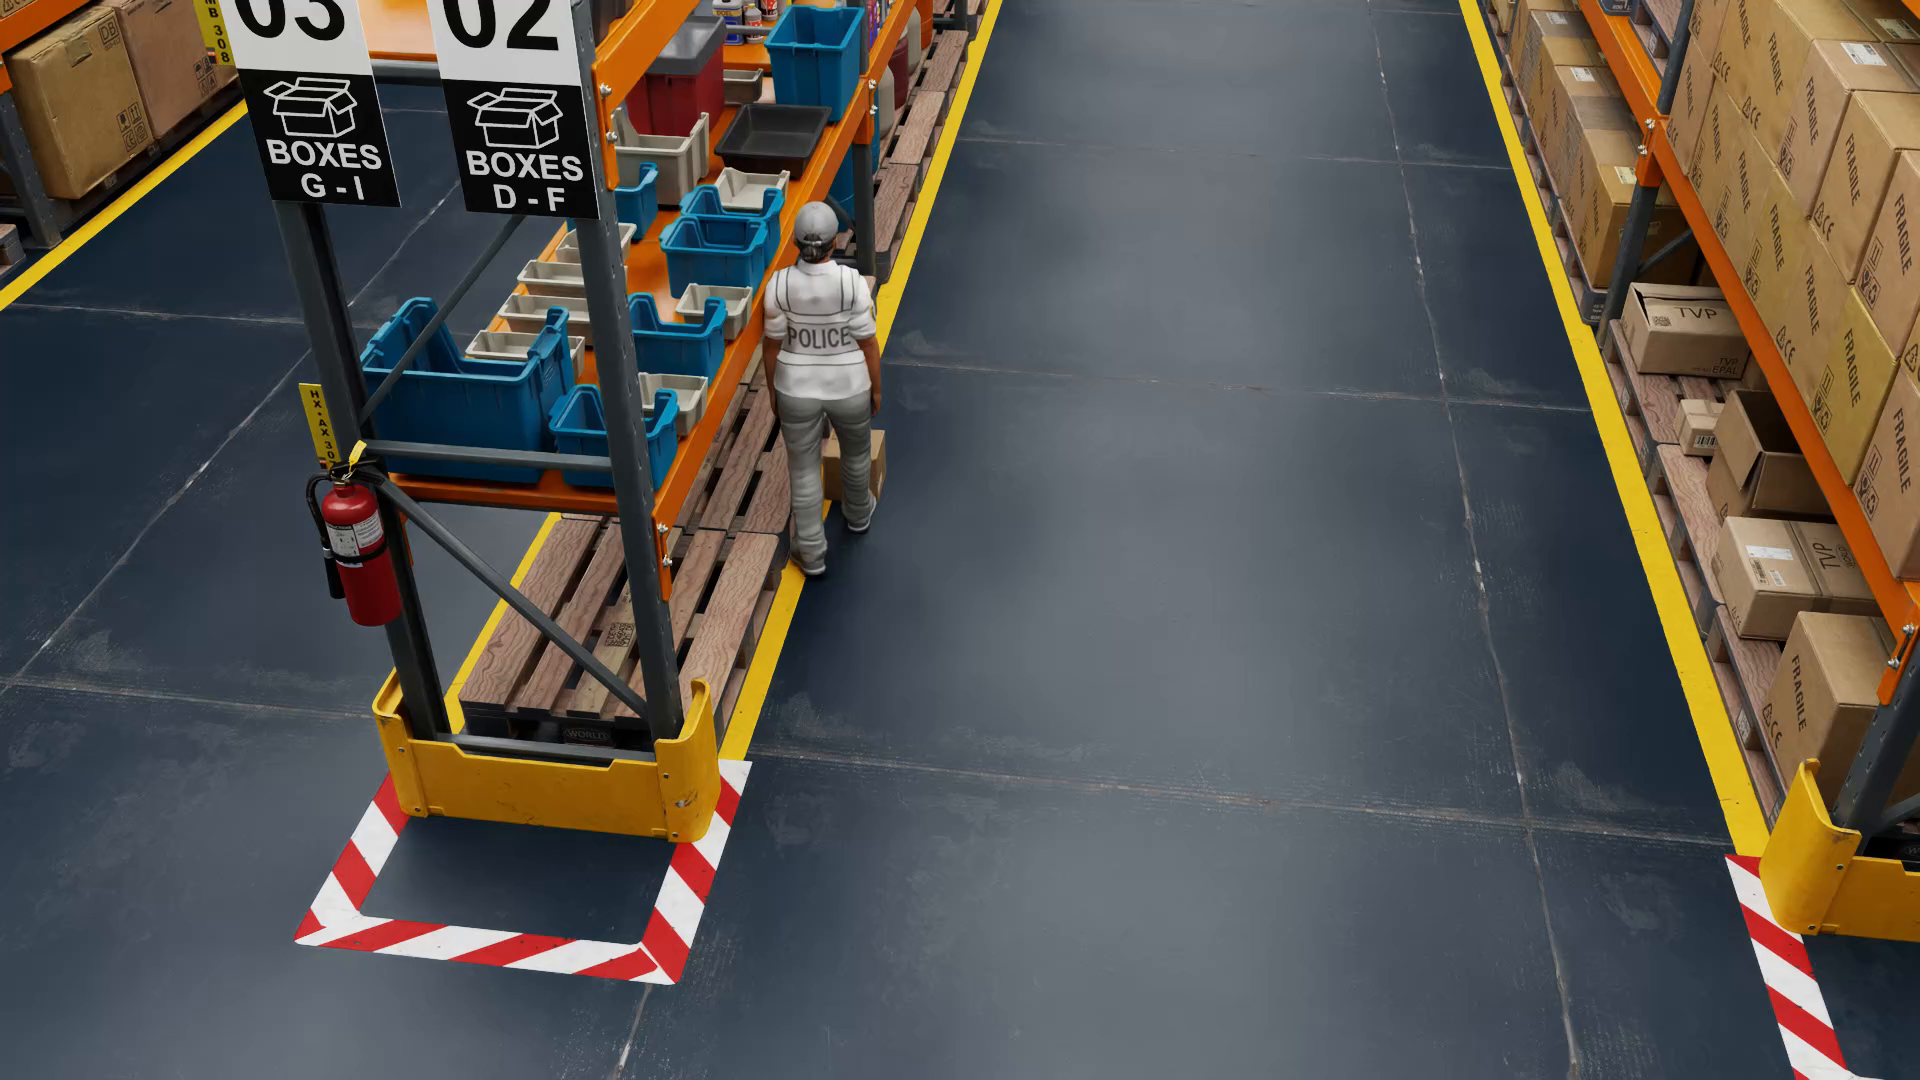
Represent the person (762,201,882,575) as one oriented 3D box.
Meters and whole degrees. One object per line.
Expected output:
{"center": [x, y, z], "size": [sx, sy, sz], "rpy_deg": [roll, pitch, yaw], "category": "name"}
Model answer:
{"center": [-0.575, -0.675, 7.053], "size": [0.484, 1.660, 0.654], "rpy_deg": [-1, 36, -2], "category": "person"}
